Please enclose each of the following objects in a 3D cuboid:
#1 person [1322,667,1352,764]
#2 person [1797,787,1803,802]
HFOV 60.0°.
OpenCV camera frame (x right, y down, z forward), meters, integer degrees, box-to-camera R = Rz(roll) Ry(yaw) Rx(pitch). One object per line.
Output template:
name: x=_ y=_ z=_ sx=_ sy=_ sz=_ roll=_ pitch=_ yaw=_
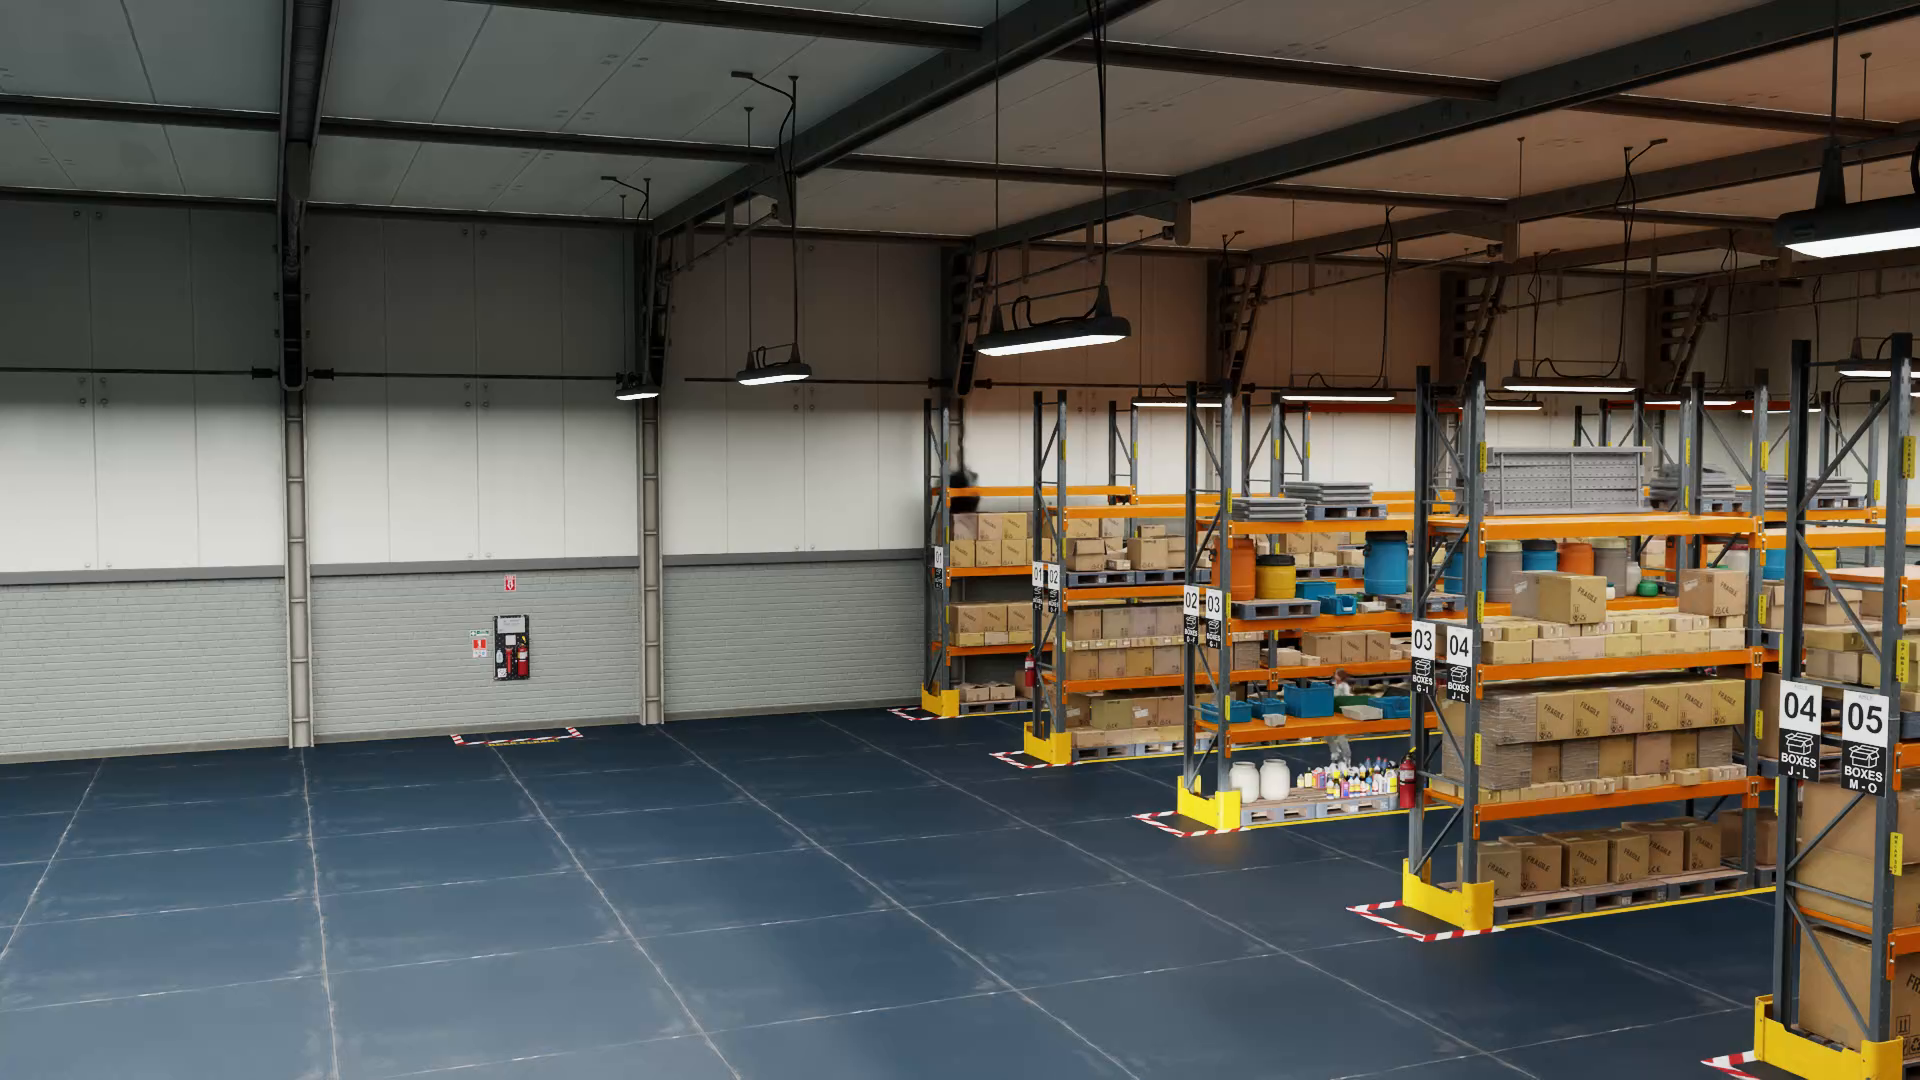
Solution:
person: x=5.995 y=2.807 z=26.477 sx=0.624 sy=1.567 sz=0.519 roll=-2 pitch=4 yaw=-35
person: x=11.974 y=2.875 z=23.953 sx=0.814 sy=1.840 sz=0.699 roll=-2 pitch=4 yaw=-32
